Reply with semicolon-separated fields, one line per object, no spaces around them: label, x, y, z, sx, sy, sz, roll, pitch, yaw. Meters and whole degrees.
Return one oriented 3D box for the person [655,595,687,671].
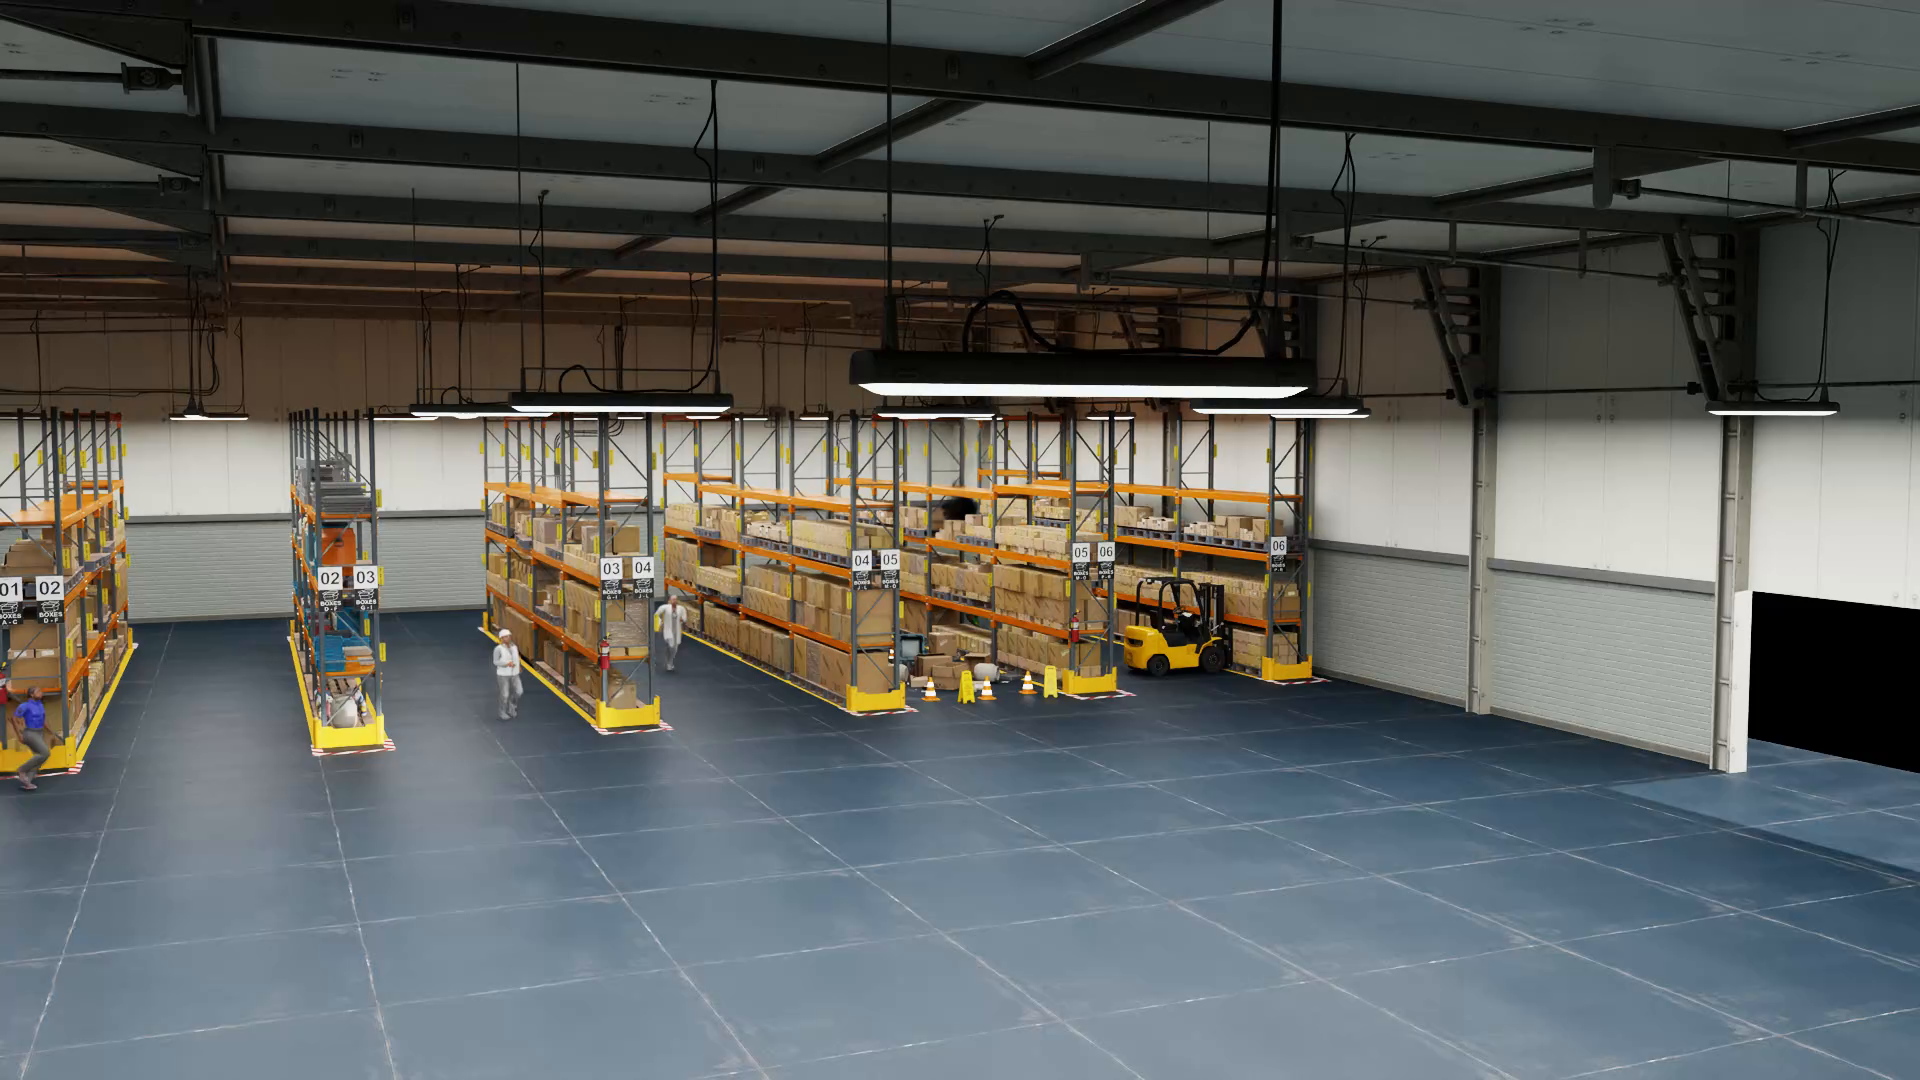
person;-6.662;2.149;38.509;0.691;1.762;0.799;-2;5;-30

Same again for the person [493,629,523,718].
person;-8.702;2.588;32.105;0.635;1.735;0.650;-4;5;-42

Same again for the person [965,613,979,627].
person;0.383;1.705;44.965;0.654;1.744;0.532;-2;4;-23

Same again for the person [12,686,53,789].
person;-14.531;3.141;26.203;0.513;1.497;0.607;0;4;2
